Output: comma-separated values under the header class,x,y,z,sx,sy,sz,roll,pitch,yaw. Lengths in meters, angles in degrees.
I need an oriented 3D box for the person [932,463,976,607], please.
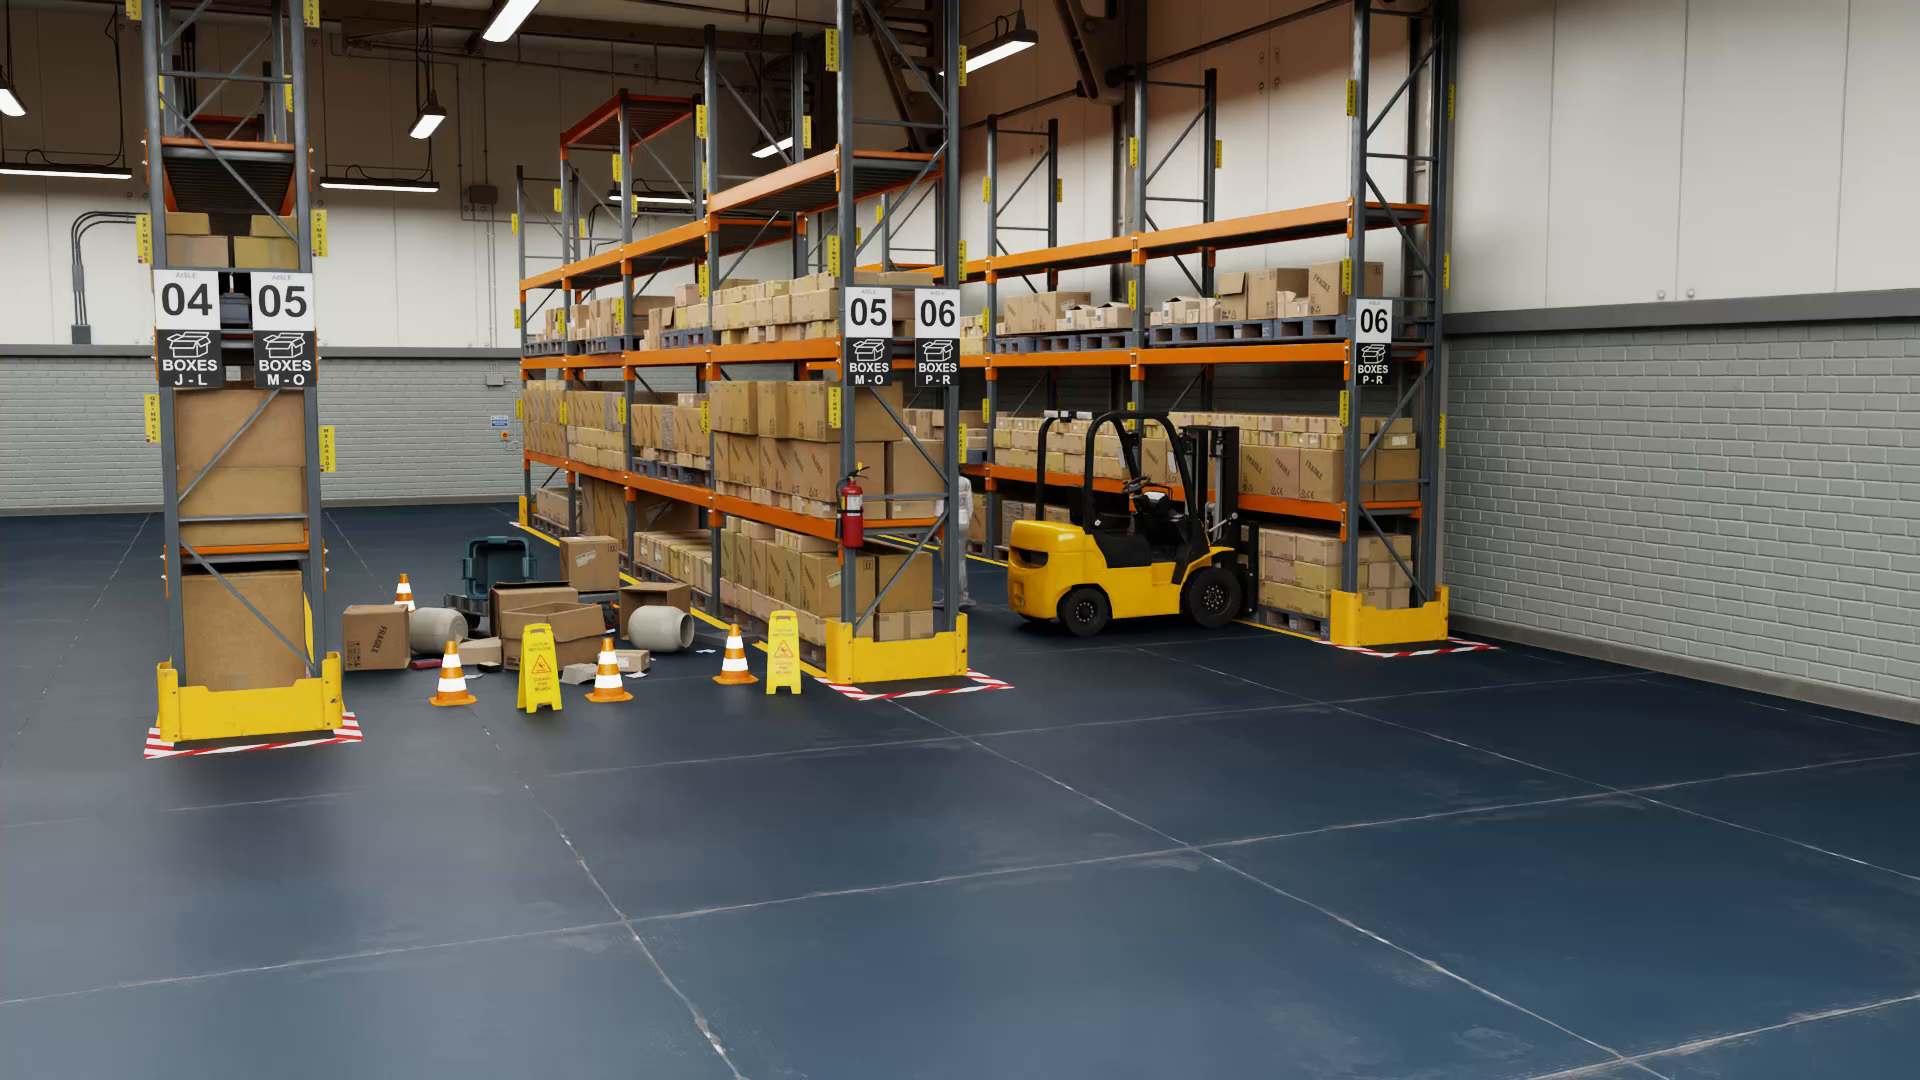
class,x,y,z,sx,sy,sz,roll,pitch,yaw
person,-0.071,-0.107,17.893,0.543,1.680,0.397,-4,7,-38
